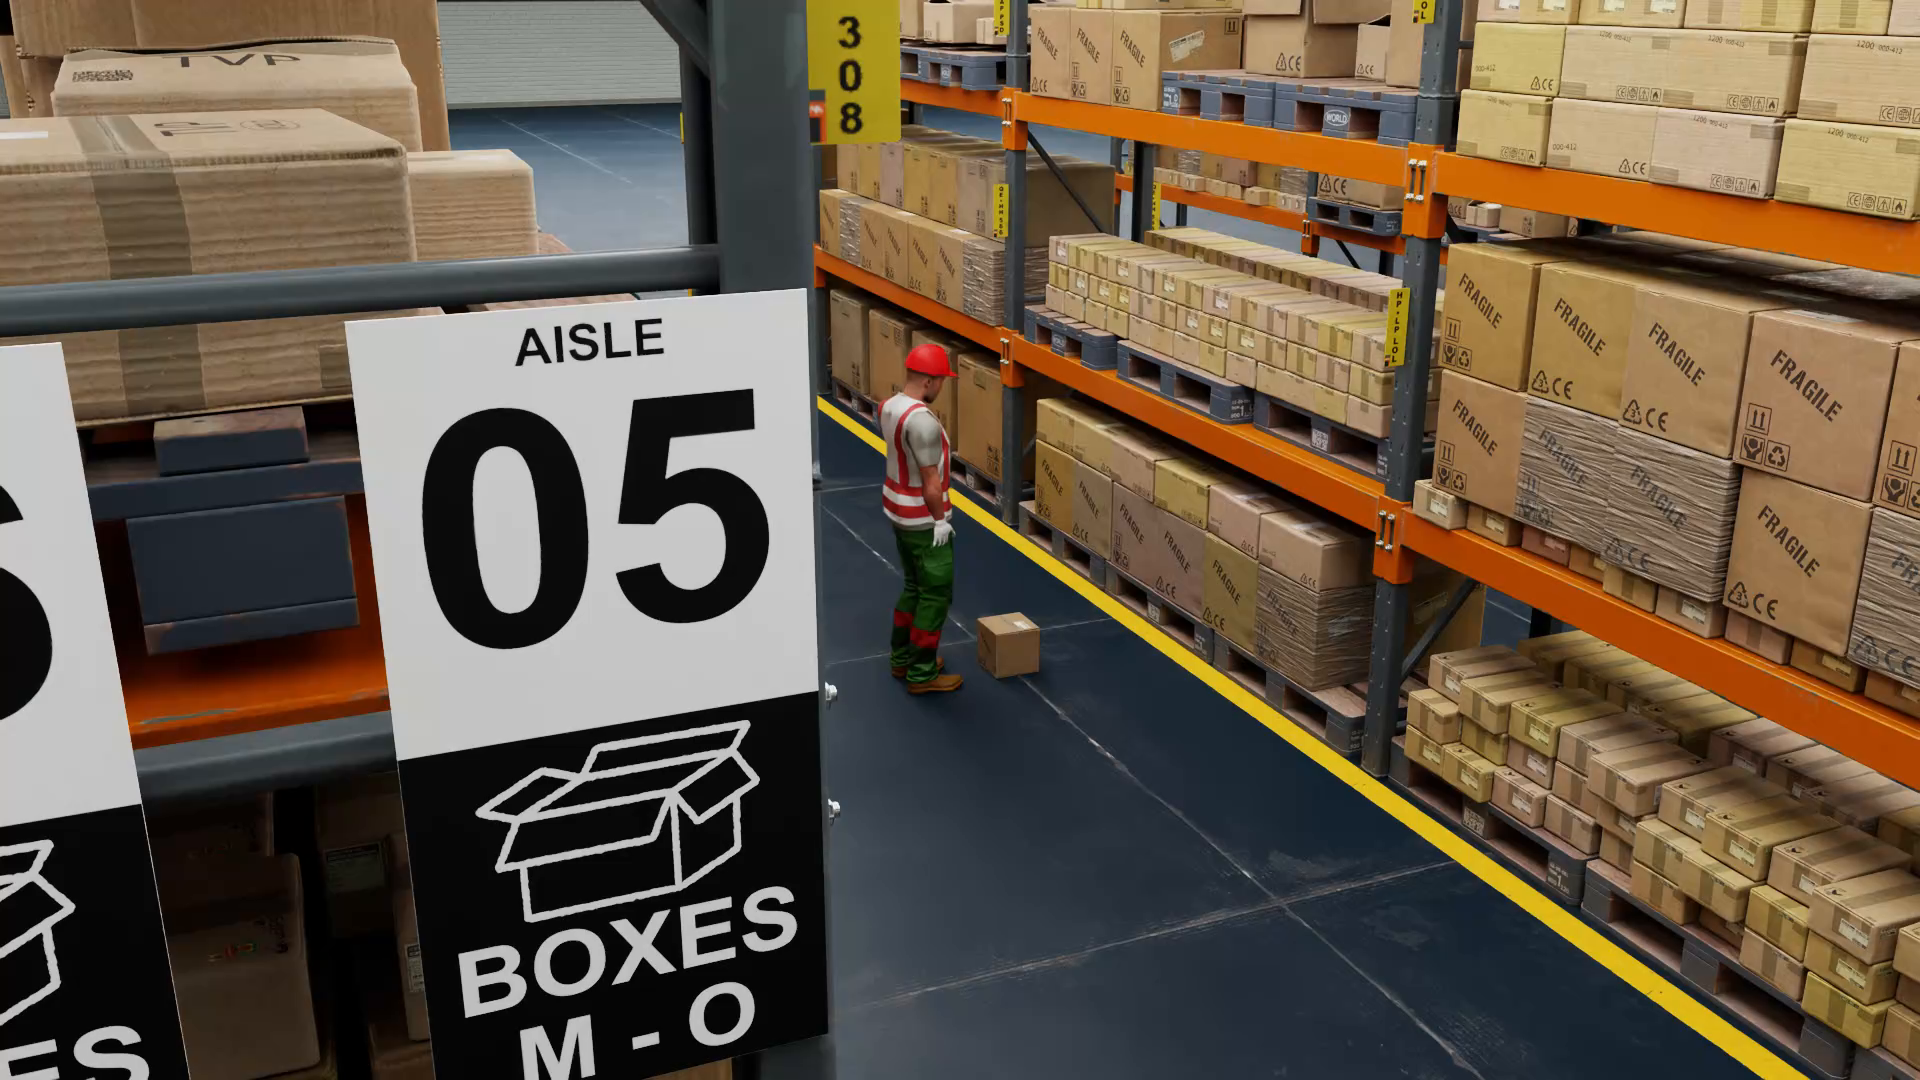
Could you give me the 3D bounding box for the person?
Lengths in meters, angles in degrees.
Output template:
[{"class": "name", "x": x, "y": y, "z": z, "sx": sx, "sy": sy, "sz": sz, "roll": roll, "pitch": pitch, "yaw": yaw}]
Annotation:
[{"class": "person", "x": -0.189, "y": -0.114, "z": 8.390, "sx": 0.377, "sy": 1.770, "sz": 0.531, "roll": -7, "pitch": 20, "yaw": -21}]
